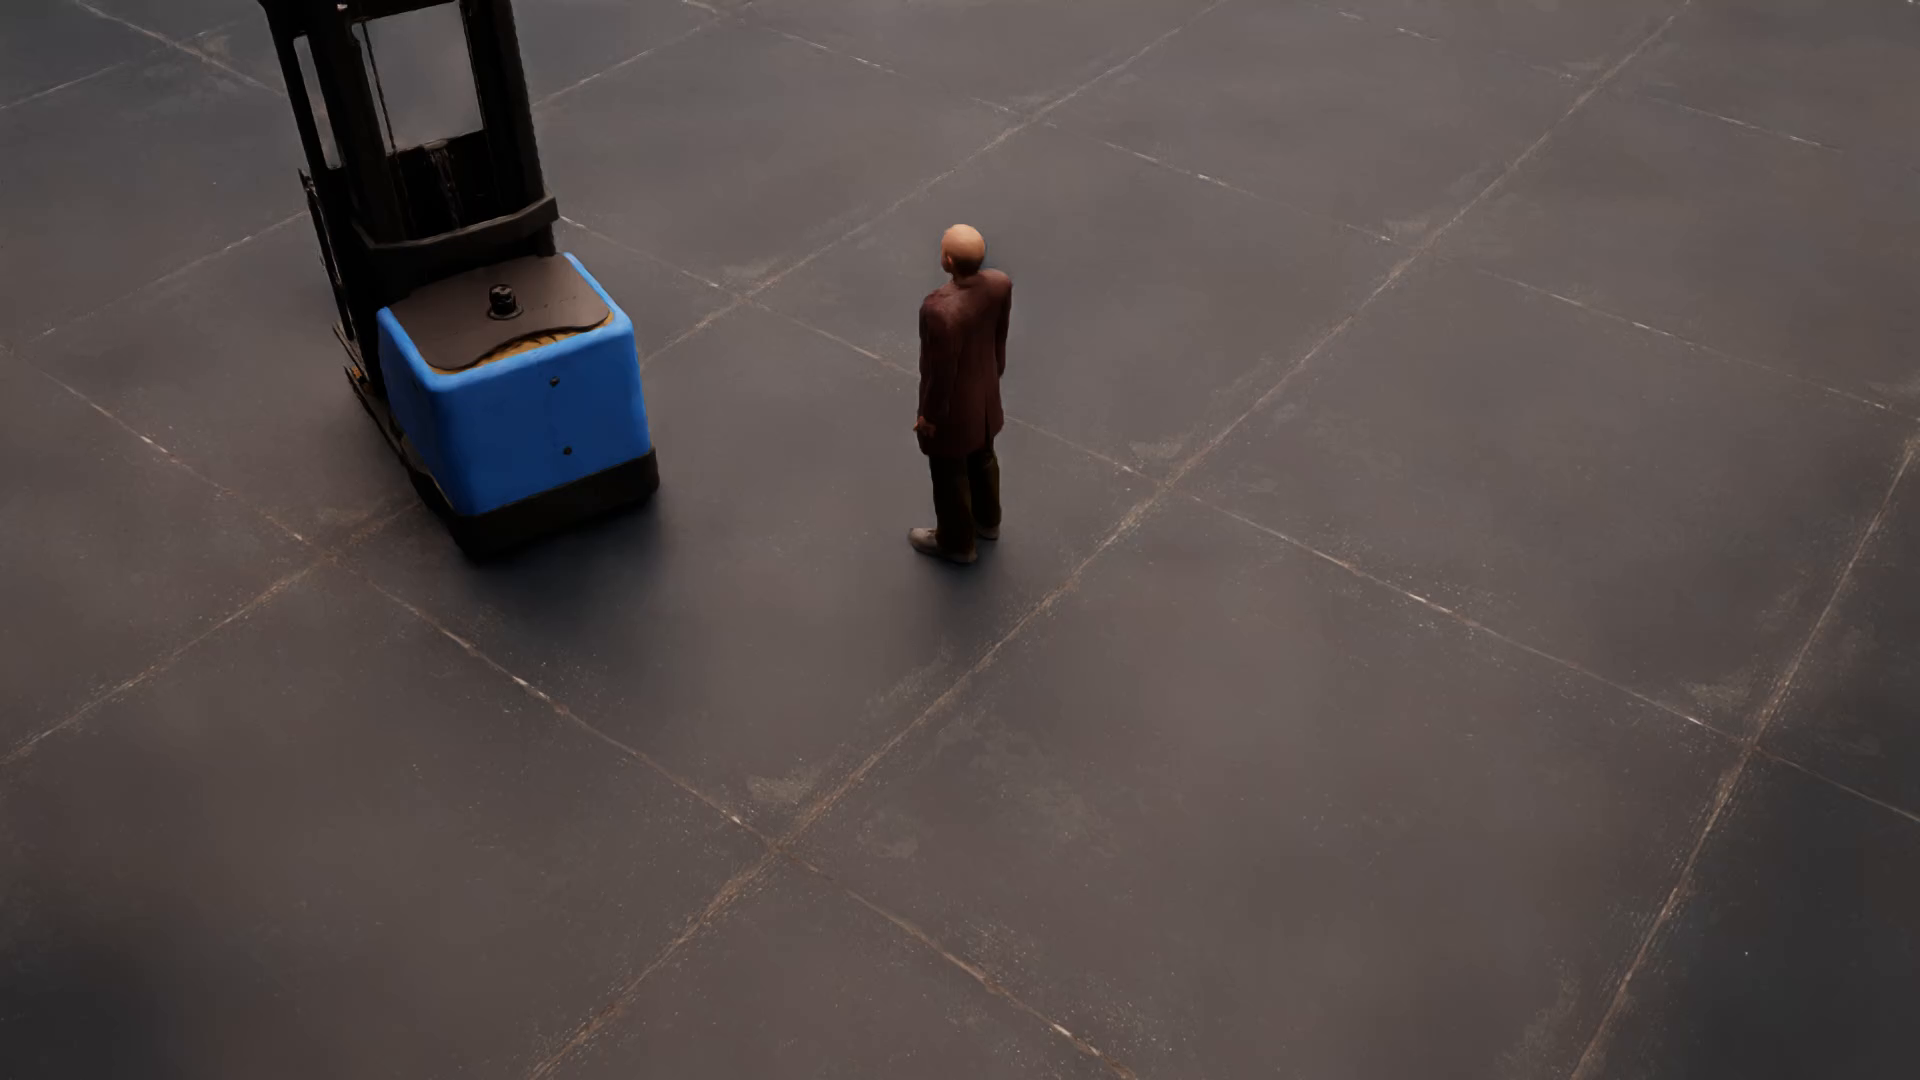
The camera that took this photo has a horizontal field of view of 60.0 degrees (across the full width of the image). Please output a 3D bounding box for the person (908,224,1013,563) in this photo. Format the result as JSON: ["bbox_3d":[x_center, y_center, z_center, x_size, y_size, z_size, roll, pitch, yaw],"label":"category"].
[{"bbox_3d":[-0.022,-0.688,7.766,0.377,1.783,0.558,26,47,28],"label":"person"}]

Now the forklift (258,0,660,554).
[{"bbox_3d":[-2.765,-1.974,8.389,1.130,2.935,3.031,-23,45,-24],"label":"forklift"}]
